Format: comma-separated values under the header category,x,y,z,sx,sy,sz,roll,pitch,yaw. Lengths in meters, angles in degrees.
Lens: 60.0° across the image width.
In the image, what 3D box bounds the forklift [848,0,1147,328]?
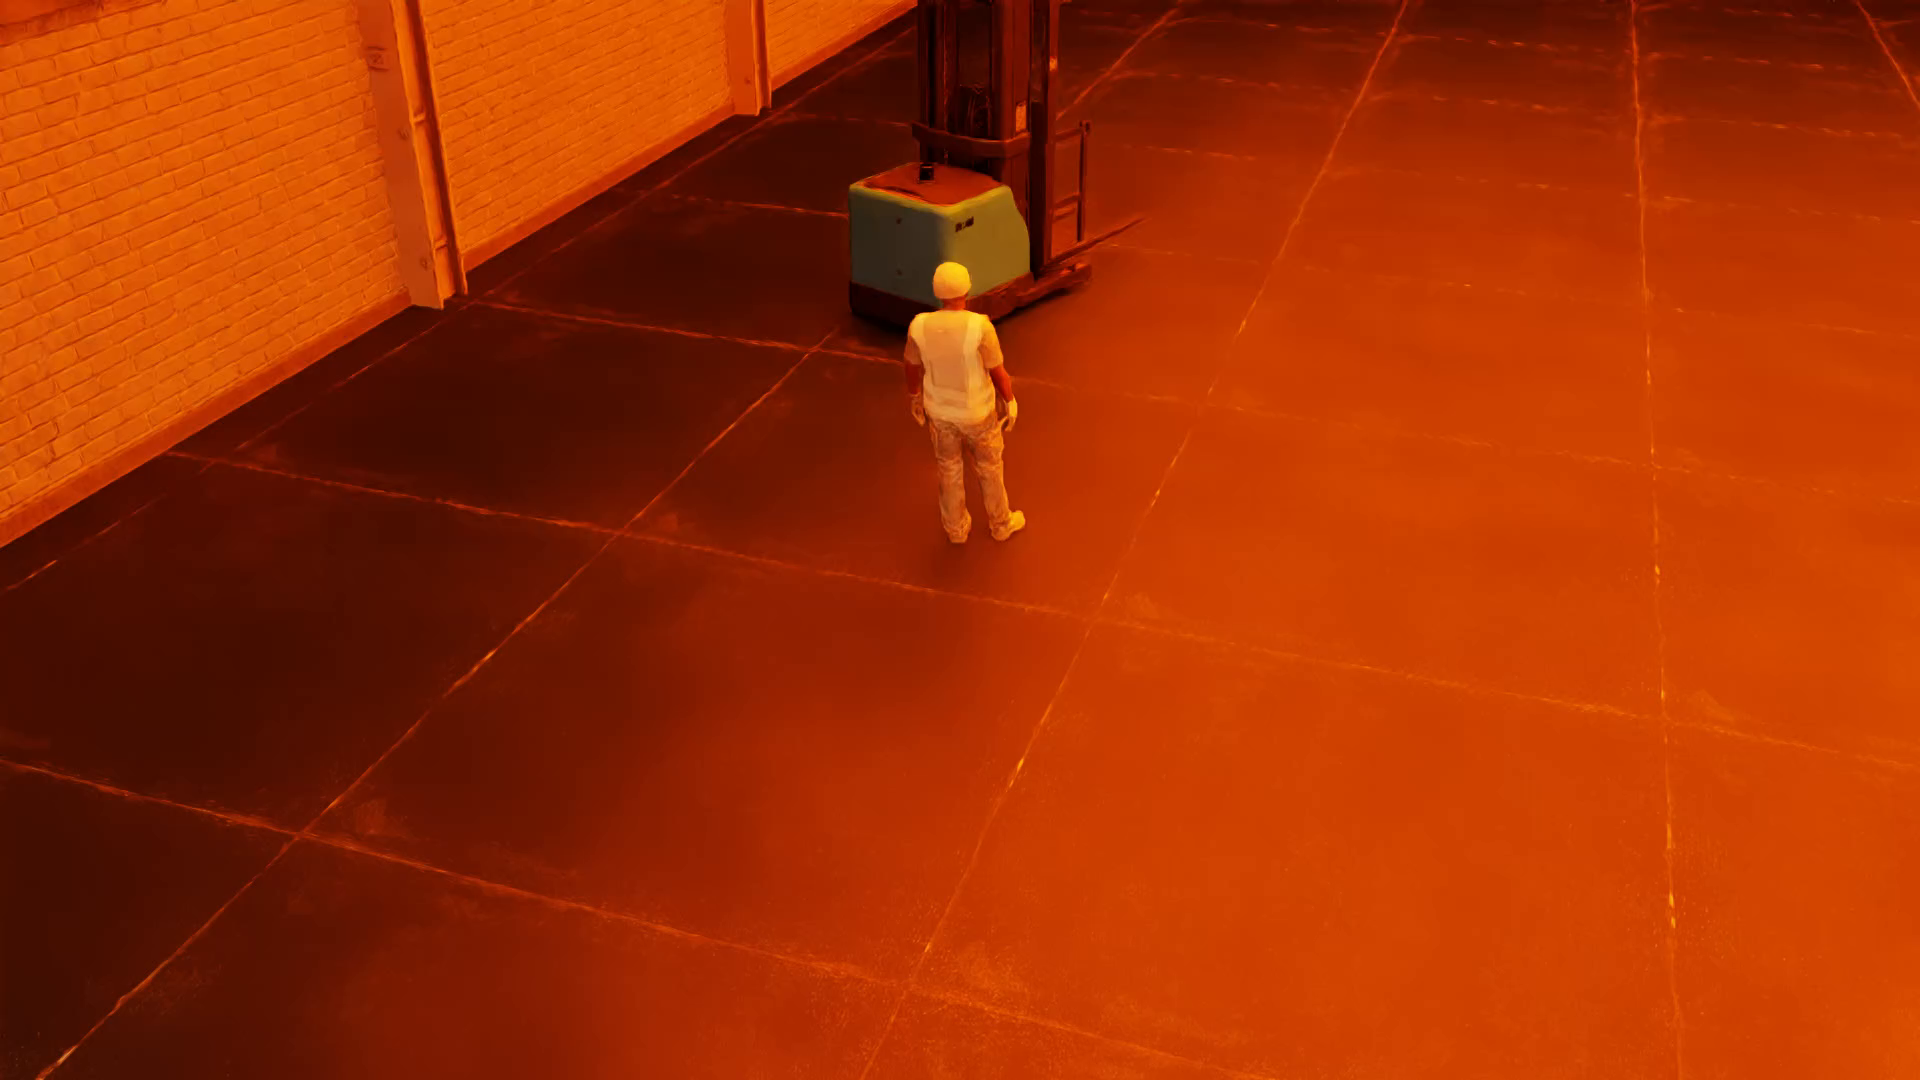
category,x,y,z,sx,sy,sz,roll,pitch,yaw
forklift,0.442,-3.476,13.235,1.130,2.935,3.031,22,36,33

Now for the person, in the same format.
category,x,y,z,sx,sy,sz,roll,pitch,yaw
person,0.031,-0.813,9.708,0.655,1.782,0.576,10,31,16
